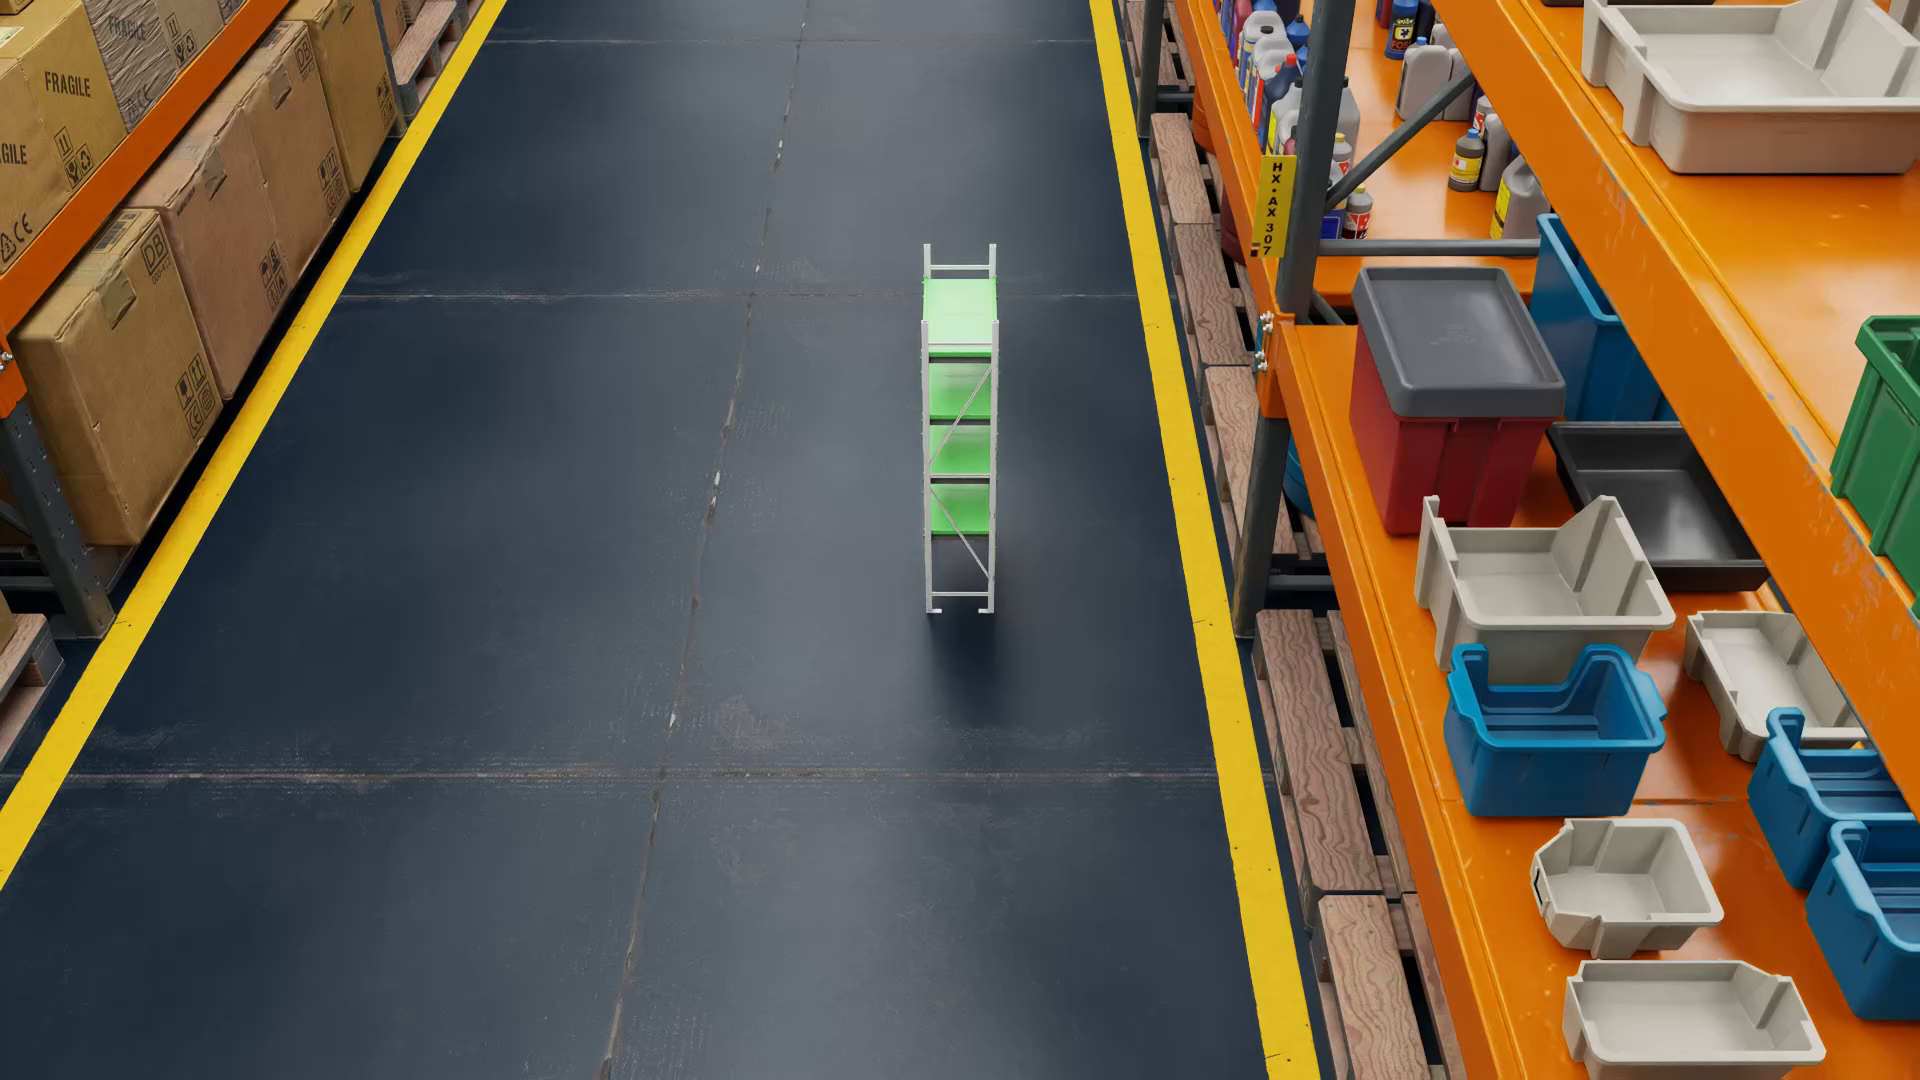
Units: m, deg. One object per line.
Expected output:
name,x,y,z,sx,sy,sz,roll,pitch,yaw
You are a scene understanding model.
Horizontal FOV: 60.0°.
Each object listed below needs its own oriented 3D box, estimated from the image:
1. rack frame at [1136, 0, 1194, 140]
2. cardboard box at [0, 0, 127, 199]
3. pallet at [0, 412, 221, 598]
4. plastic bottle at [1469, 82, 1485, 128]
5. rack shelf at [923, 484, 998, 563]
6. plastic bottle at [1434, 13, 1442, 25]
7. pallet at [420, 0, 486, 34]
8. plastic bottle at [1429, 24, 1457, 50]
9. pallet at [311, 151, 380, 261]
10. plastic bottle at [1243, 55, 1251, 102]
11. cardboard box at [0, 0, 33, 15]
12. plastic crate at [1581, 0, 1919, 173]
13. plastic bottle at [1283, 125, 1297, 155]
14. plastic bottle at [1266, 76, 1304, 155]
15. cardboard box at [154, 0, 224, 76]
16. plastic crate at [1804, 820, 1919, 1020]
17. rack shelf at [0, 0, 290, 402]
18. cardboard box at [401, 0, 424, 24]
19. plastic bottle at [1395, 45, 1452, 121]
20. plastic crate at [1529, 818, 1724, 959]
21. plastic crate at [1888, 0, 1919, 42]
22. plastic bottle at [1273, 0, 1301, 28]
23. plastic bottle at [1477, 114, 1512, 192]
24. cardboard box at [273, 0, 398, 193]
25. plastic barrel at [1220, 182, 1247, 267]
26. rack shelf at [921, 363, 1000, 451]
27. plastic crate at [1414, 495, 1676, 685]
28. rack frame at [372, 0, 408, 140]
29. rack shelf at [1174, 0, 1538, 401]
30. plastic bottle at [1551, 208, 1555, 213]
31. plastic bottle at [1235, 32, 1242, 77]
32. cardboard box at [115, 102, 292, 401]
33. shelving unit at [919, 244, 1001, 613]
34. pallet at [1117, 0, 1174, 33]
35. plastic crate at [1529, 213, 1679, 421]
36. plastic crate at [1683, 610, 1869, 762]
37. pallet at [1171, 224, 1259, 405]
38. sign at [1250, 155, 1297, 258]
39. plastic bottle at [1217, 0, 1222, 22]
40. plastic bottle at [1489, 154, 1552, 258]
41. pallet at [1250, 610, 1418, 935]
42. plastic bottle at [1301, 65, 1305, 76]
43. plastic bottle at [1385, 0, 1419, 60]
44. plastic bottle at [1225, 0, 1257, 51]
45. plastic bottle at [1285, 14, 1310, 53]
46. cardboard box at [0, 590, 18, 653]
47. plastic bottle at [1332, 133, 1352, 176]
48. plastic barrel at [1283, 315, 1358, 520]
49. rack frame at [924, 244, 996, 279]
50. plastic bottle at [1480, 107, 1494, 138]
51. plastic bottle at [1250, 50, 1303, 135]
rack frame,1.456,-3.360,8.044,1.000,3.000,0.127,0,39,0
cardboard box,-3.245,-1.496,5.638,0.500,0.500,0.500,0,39,0
pallet,-3.569,-0.249,6.392,1.003,0.211,1.213,0,39,0
plastic bottle,1.886,-1.598,5.938,0.061,0.283,0.133,0,39,0
rack shelf,0.000,-0.128,5.936,0.258,0.148,0.480,0,39,0
plastic bottle,1.867,-1.955,6.394,0.097,0.271,0.097,0,39,0
pallet,-3.495,-3.518,10.471,1.003,0.211,1.213,0,39,0
plastic bottle,1.839,-1.824,6.226,0.152,0.276,0.135,0,39,0
pallet,-3.572,-1.775,8.296,1.003,0.211,1.213,0,39,0
plastic bottle,1.108,-1.728,6.166,0.097,0.201,0.097,0,39,0
cardboard box,-3.491,-2.114,5.607,0.797,0.503,0.637,0,39,0
plastic crate,1.214,-0.717,2.558,0.437,0.136,0.530,0,39,0
plastic bottle,1.091,-1.204,5.447,0.061,0.283,0.133,0,39,0
plastic bottle,1.132,-1.414,5.655,0.144,0.351,0.185,0,39,0
cardboard box,-3.251,-2.132,6.432,0.500,0.500,0.500,1,39,1
plastic crate,1.792,0.707,3.055,0.416,0.233,0.300,0,39,0
rack shelf,-3.495,-1.825,6.704,1.077,0.370,4.000,0,39,0
cardboard box,-3.531,-3.318,9.639,0.700,0.500,0.500,-3,39,-4
plastic bottle,1.688,-1.679,6.045,0.152,0.276,0.135,0,39,0
plastic crate,1.253,0.672,3.175,0.298,0.136,0.250,0,39,0
plastic crate,1.771,-0.867,2.630,0.437,0.282,0.530,0,39,0
plastic bottle,1.283,-2.187,6.620,0.144,0.351,0.185,0,39,0
plastic bottle,1.840,-1.328,5.608,0.152,0.276,0.135,0,39,0
cardboard box,-3.517,-2.259,8.034,1.225,0.875,0.875,-2,39,-2
plastic barrel,1.475,-1.570,7.404,0.600,0.588,0.708,0,39,0
rack shelf,0.000,-0.502,5.635,0.258,0.148,0.480,0,39,0
plastic crate,1.278,0.120,3.749,0.437,0.282,0.530,0,39,0
rack frame,-3.497,-3.356,8.039,1.000,3.000,0.127,0,39,0
rack shelf,1.458,-1.828,6.708,1.077,0.370,4.000,0,39,0
plastic bottle,1.887,-1.042,5.245,0.061,0.283,0.133,0,39,0
plastic bottle,1.108,-1.873,6.347,0.097,0.201,0.097,0,39,0
cardboard box,-3.515,-1.149,6.648,1.225,0.875,0.875,-1,39,-2
shelving unit,0.000,-0.365,5.746,0.258,1.200,0.503,0,39,0
pallet,1.495,-3.517,10.470,1.003,0.211,1.213,0,39,0
plastic crate,1.802,-0.584,4.545,0.392,0.384,0.575,0,39,0
plastic crate,1.763,0.310,3.628,0.293,0.136,0.466,0,39,0
pallet,1.497,-1.018,7.351,1.003,0.211,1.213,0,39,0
sign,0.910,-0.967,4.837,0.100,0.325,0.005,0,39,0
plastic bottle,1.107,-2.244,6.754,0.097,0.271,0.097,0,39,0
plastic bottle,1.784,-1.085,5.244,0.144,0.351,0.185,0,39,0
pallet,1.500,0.690,5.221,1.003,0.211,1.213,0,39,0
plastic bottle,1.260,-1.610,5.963,0.097,0.271,0.097,0,39,0
plastic bottle,1.722,-2.016,6.470,0.097,0.271,0.097,0,39,0
plastic bottle,1.131,-2.103,6.514,0.144,0.351,0.185,0,39,0
plastic bottle,1.260,-1.839,6.249,0.097,0.271,0.097,0,39,0
cardboard box,-3.572,0.223,4.936,0.875,0.875,0.875,0,39,0
plastic bottle,1.261,-1.267,5.592,0.097,0.201,0.097,0,39,0
plastic barrel,1.477,-0.544,5.872,0.600,0.901,0.708,0,39,0
rack frame,0.000,-0.517,5.936,0.240,1.200,0.015,0,39,0
plastic bottle,1.867,-1.433,5.798,0.097,0.201,0.097,0,39,0
plastic bottle,1.136,-1.600,5.947,0.152,0.276,0.135,0,39,0
